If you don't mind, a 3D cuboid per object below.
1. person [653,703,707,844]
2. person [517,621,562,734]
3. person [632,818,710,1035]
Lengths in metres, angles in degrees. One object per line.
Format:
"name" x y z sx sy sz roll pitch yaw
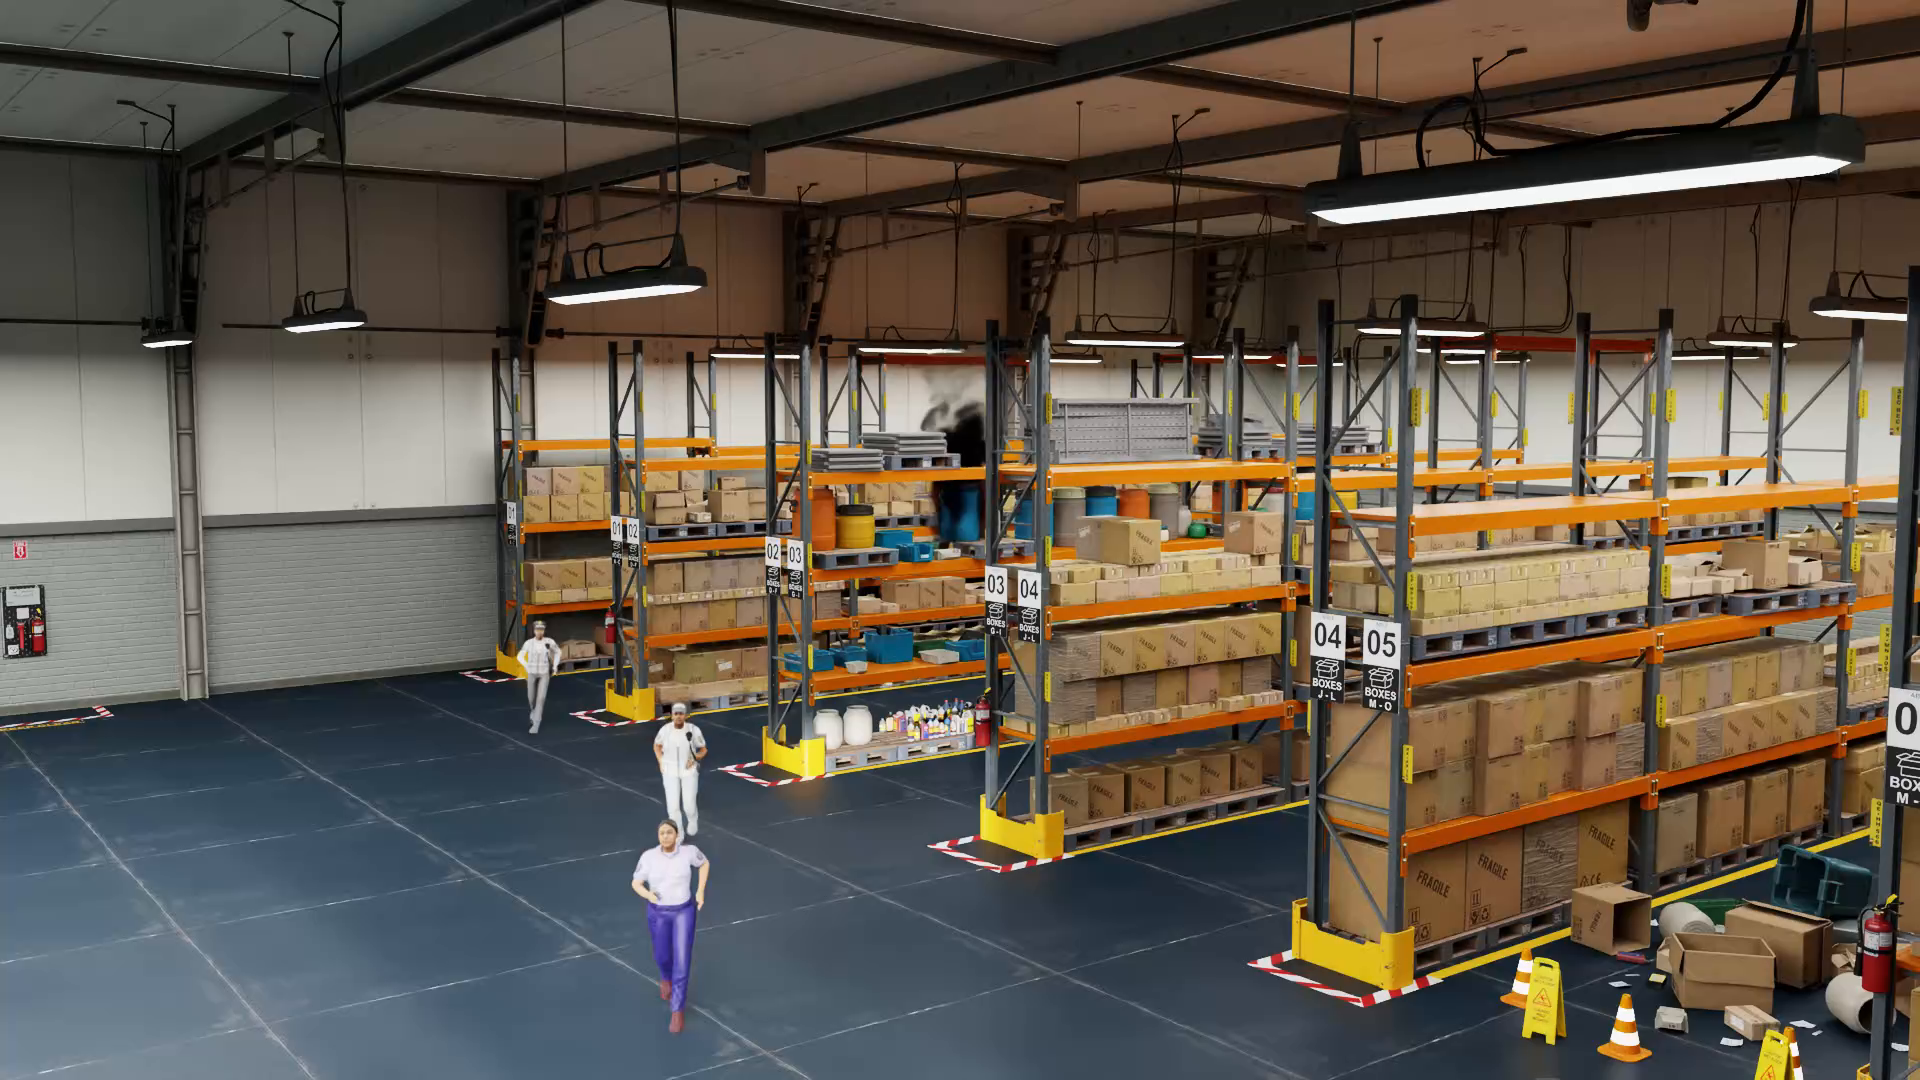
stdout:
"person" -3.199 2.677 19.005 0.613 1.657 0.715 0 5 -5
"person" -6.477 2.072 25.604 0.655 1.688 0.951 -1 5 -8
"person" -2.410 3.150 13.810 0.603 1.655 0.898 0 5 -2
